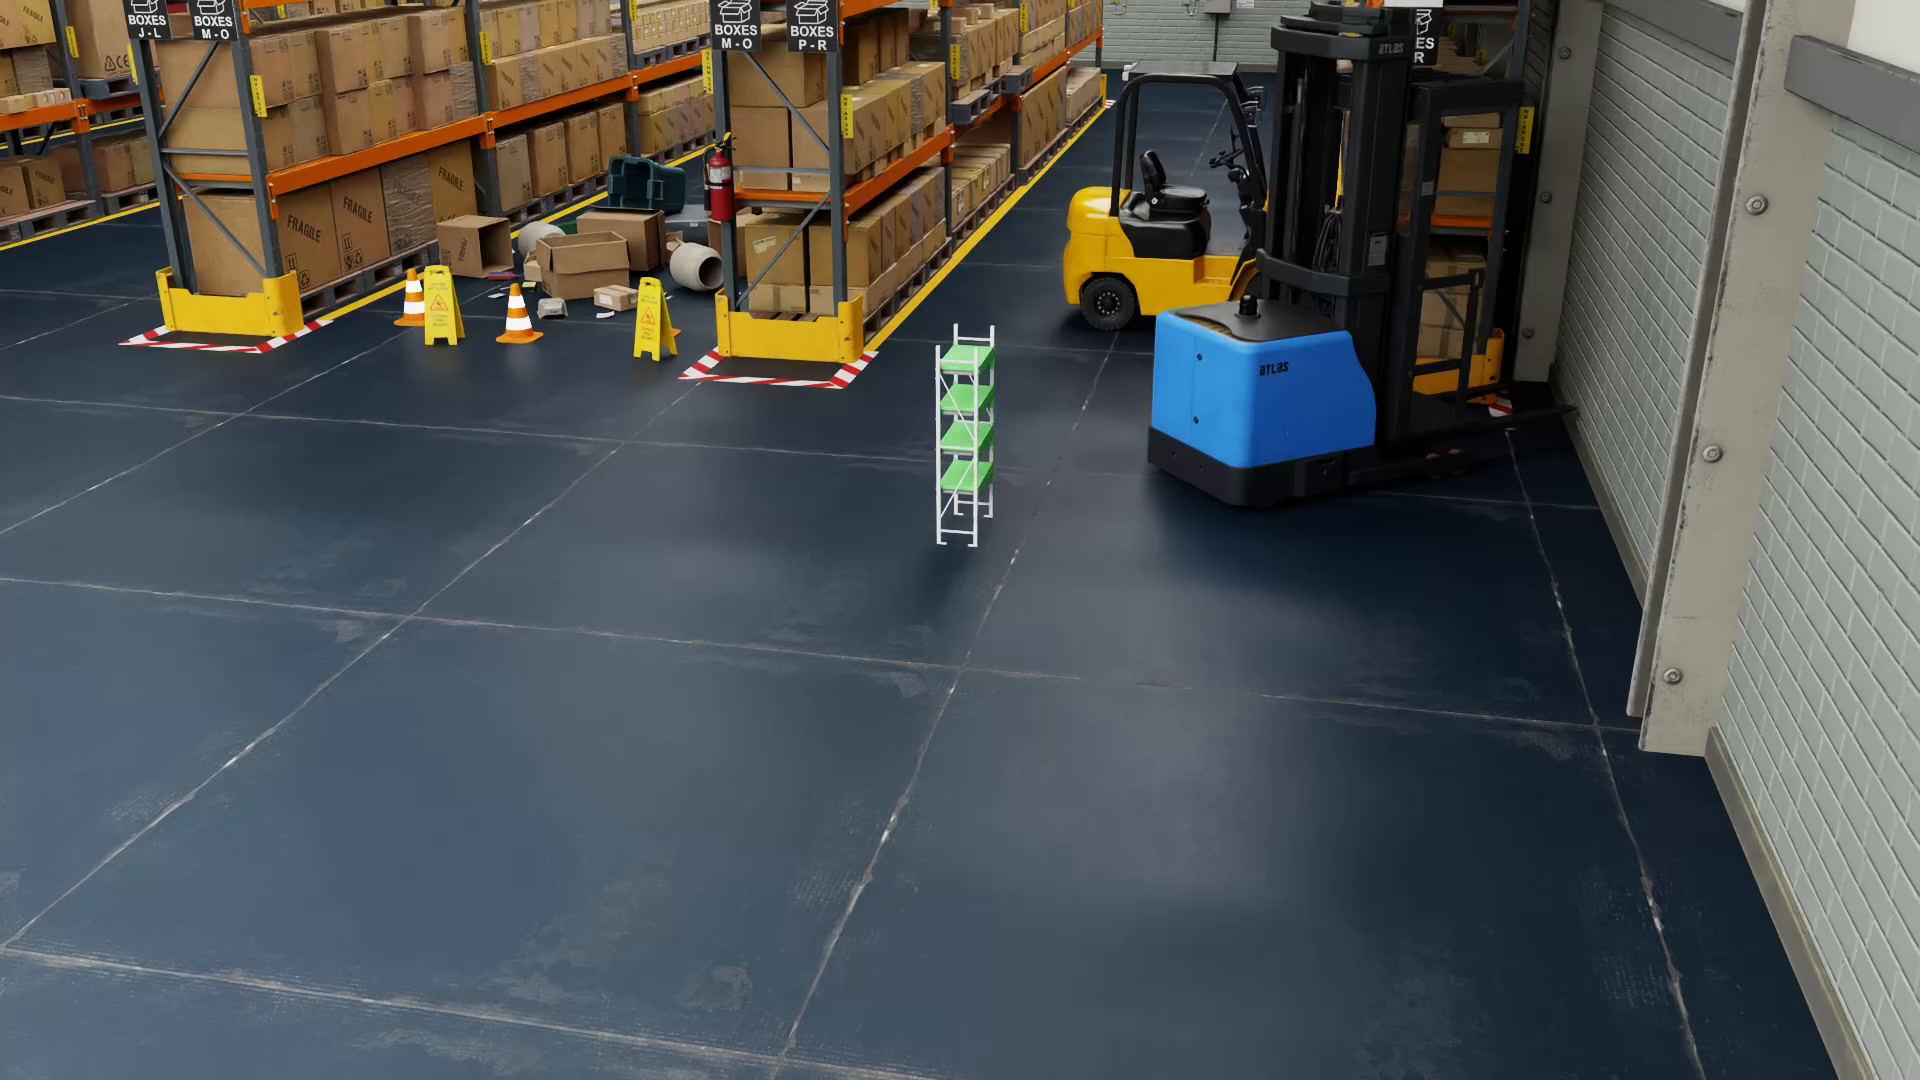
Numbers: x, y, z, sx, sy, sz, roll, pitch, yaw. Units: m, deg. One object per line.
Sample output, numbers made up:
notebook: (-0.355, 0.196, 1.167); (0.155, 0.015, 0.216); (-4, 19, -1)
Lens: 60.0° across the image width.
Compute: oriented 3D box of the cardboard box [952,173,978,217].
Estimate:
cardboard box: (-0.338, -3.783, 18.187); (0.950, 0.372, 0.625); (6, 23, 14)

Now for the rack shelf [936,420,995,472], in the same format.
rack shelf: (0.034, -0.558, 9.804); (0.258, 0.148, 0.480); (4, 22, 11)

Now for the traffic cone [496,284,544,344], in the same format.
traffic cone: (-3.733, -1.928, 14.022); (0.336, 0.463, 0.334); (4, 22, 11)

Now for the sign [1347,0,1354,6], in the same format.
sign: (5.374, -7.341, 22.906); (0.100, 0.325, 0.005); (4, 22, 11)

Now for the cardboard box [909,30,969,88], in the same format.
cardboard box: (-0.209, -4.881, 16.863); (0.500, 0.500, 0.500); (5, 22, 12)

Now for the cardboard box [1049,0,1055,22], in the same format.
cardboard box: (0.980, -7.232, 22.322); (0.500, 0.500, 0.500); (5, 23, 13)

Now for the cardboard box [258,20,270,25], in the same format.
cardboard box: (-9.105, -6.774, 22.523); (0.500, 0.500, 0.500); (5, 22, 12)

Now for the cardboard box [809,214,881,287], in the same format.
cardboard box: (-0.962, -2.439, 14.009); (0.500, 0.500, 0.500); (4, 22, 9)

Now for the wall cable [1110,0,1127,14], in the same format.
wall cable: (2.991, -11.290, 32.470); (0.585, 1.953, 0.123); (4, 22, 11)

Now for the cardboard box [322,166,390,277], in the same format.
cardboard box: (-6.017, -3.014, 15.603); (0.875, 0.875, 0.875); (4, 22, 10)

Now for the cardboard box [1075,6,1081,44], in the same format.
cardboard box: (1.505, -7.659, 24.723); (0.500, 0.500, 0.500); (5, 22, 11)

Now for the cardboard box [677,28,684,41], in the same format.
cardboard box: (-4.024, -6.962, 22.898); (0.380, 0.149, 0.250); (4, 22, 9)

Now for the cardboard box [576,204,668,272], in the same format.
cardboard box: (-3.339, -2.972, 16.378); (0.797, 0.637, 0.503); (4, 22, 11)

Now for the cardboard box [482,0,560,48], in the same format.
cardboard box: (-5.046, -5.942, 19.120); (0.700, 0.500, 0.500); (4, 22, 10)

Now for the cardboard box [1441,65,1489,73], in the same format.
cardboard box: (4.382, -4.038, 14.463); (0.380, 0.149, 0.250); (4, 22, 10)

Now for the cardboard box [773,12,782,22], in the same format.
cardboard box: (-3.159, -8.526, 26.475); (0.500, 0.500, 0.500); (6, 23, 14)

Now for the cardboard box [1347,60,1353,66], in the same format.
cardboard box: (4.849, -5.785, 19.978); (0.380, 0.149, 0.250); (5, 22, 12)

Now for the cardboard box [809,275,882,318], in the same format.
cardboard box: (-0.967, -2.082, 14.127); (0.500, 0.250, 0.500); (4, 22, 10)

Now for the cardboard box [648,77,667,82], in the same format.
cardboard box: (-4.444, -6.370, 23.435); (0.500, 0.250, 0.500); (5, 23, 13)

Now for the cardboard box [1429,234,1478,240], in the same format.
cardboard box: (3.952, -2.422, 13.631); (0.500, 0.250, 0.500); (4, 22, 11)

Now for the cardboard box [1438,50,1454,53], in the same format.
cardboard box: (4.913, -4.988, 17.222); (0.380, 0.149, 0.250); (5, 22, 11)

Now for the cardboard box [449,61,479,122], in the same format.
cardboard box: (-5.516, -4.626, 17.124); (0.875, 0.550, 0.550); (4, 22, 11)

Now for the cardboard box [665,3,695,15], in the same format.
cardboard box: (-3.926, -7.432, 23.270); (0.380, 0.149, 0.250); (4, 22, 9)

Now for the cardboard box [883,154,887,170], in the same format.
cardboard box: (-0.842, -3.252, 14.248); (0.380, 0.149, 0.250); (5, 22, 12)

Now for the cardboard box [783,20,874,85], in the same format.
cardboard box: (-1.160, -4.291, 14.623); (0.700, 0.500, 0.500); (4, 22, 11)

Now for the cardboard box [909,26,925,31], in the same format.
cardboard box: (-0.616, -5.099, 17.405); (0.500, 0.500, 0.500); (5, 22, 11)

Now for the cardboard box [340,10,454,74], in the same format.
cardboard box: (-5.560, -4.920, 16.409); (0.875, 0.550, 0.550); (4, 22, 11)

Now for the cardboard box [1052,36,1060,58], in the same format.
cardboard box: (1.097, -6.839, 23.019); (0.500, 0.250, 0.500); (4, 22, 10)

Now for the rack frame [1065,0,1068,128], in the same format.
rack frame: (1.047, -7.278, 23.909); (1.000, 3.000, 0.127); (4, 22, 11)

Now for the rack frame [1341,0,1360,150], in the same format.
rack frame: (5.907, -6.901, 22.972); (1.000, 3.000, 0.127); (4, 22, 11)

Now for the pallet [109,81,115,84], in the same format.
pallet: (-9.835, -5.754, 20.382); (1.003, 0.211, 1.213); (4, 22, 11)

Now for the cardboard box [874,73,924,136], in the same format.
cardboard box: (-0.633, -3.976, 15.178); (0.500, 0.500, 0.500); (5, 22, 12)

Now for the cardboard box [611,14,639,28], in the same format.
cardboard box: (-4.351, -6.665, 21.366); (0.380, 0.149, 0.250); (4, 22, 11)

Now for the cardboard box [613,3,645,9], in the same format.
cardboard box: (-4.613, -7.390, 23.166); (0.380, 0.149, 0.250); (5, 23, 13)

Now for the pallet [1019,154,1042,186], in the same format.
pallet: (0.465, -4.804, 21.499); (1.003, 0.211, 1.213); (4, 22, 11)

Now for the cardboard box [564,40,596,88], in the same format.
cardboard box: (-4.670, -5.651, 19.736); (0.500, 0.500, 0.500); (4, 22, 10)

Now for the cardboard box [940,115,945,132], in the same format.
cardboard box: (-0.353, -4.095, 16.341); (0.380, 0.149, 0.250); (4, 22, 10)

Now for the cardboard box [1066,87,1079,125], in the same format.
cardboard box: (1.280, -6.505, 24.859); (0.875, 0.438, 0.875); (4, 22, 10)

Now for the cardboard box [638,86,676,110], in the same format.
cardboard box: (-4.155, -5.957, 22.411); (0.500, 0.250, 0.500); (4, 22, 10)

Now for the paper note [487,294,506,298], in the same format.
paper note: (-4.295, -2.280, 15.476); (0.144, 0.017, 0.142); (13, 25, 29)

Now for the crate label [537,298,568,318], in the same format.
crate label: (-3.633, -2.069, 14.808); (0.250, 0.136, 0.298); (-7, 23, -17)

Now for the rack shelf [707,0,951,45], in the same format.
rack shelf: (-0.994, -4.678, 14.402); (1.077, 0.370, 4.000); (4, 22, 11)

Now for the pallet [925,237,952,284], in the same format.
pallet: (-0.688, -2.810, 16.548); (1.003, 0.211, 1.213); (4, 22, 11)

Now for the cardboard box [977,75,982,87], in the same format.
cardboard box: (0.025, -4.989, 18.001); (0.380, 0.149, 0.250); (5, 22, 11)

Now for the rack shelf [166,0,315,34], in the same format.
rack shelf: (-5.860, -5.018, 15.247); (1.077, 0.370, 4.000); (4, 22, 11)

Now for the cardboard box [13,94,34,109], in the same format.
cardboard box: (-10.213, -4.712, 17.875); (0.380, 0.149, 0.250); (4, 22, 11)

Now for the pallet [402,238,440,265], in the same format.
pallet: (-5.684, -3.127, 17.334); (1.003, 0.211, 1.213); (4, 22, 11)

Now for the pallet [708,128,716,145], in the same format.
pallet: (-3.977, -6.040, 24.567); (1.003, 0.211, 1.213); (4, 22, 11)

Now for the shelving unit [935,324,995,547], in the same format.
shelving unit: (0.034, -0.617, 9.780); (0.258, 1.200, 0.503); (4, 22, 11)

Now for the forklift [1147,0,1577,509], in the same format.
forklift: (2.785, -1.921, 10.699); (3.031, 2.935, 1.130); (-11, 24, -25)

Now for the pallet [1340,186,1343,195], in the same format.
pallet: (4.884, -3.846, 19.121); (1.003, 0.211, 1.213); (4, 22, 11)

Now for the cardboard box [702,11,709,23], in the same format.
cardboard box: (-3.814, -7.487, 23.804); (0.380, 0.149, 0.250); (5, 23, 13)

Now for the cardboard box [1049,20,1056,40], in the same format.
cardboard box: (1.000, -6.887, 22.470); (0.500, 0.250, 0.500); (5, 22, 12)

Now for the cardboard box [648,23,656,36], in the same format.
cardboard box: (-4.236, -6.730, 21.925); (0.380, 0.149, 0.250); (4, 22, 9)

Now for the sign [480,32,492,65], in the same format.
sign: (-4.909, -5.089, 17.209); (0.100, 0.325, 0.005); (4, 22, 11)
